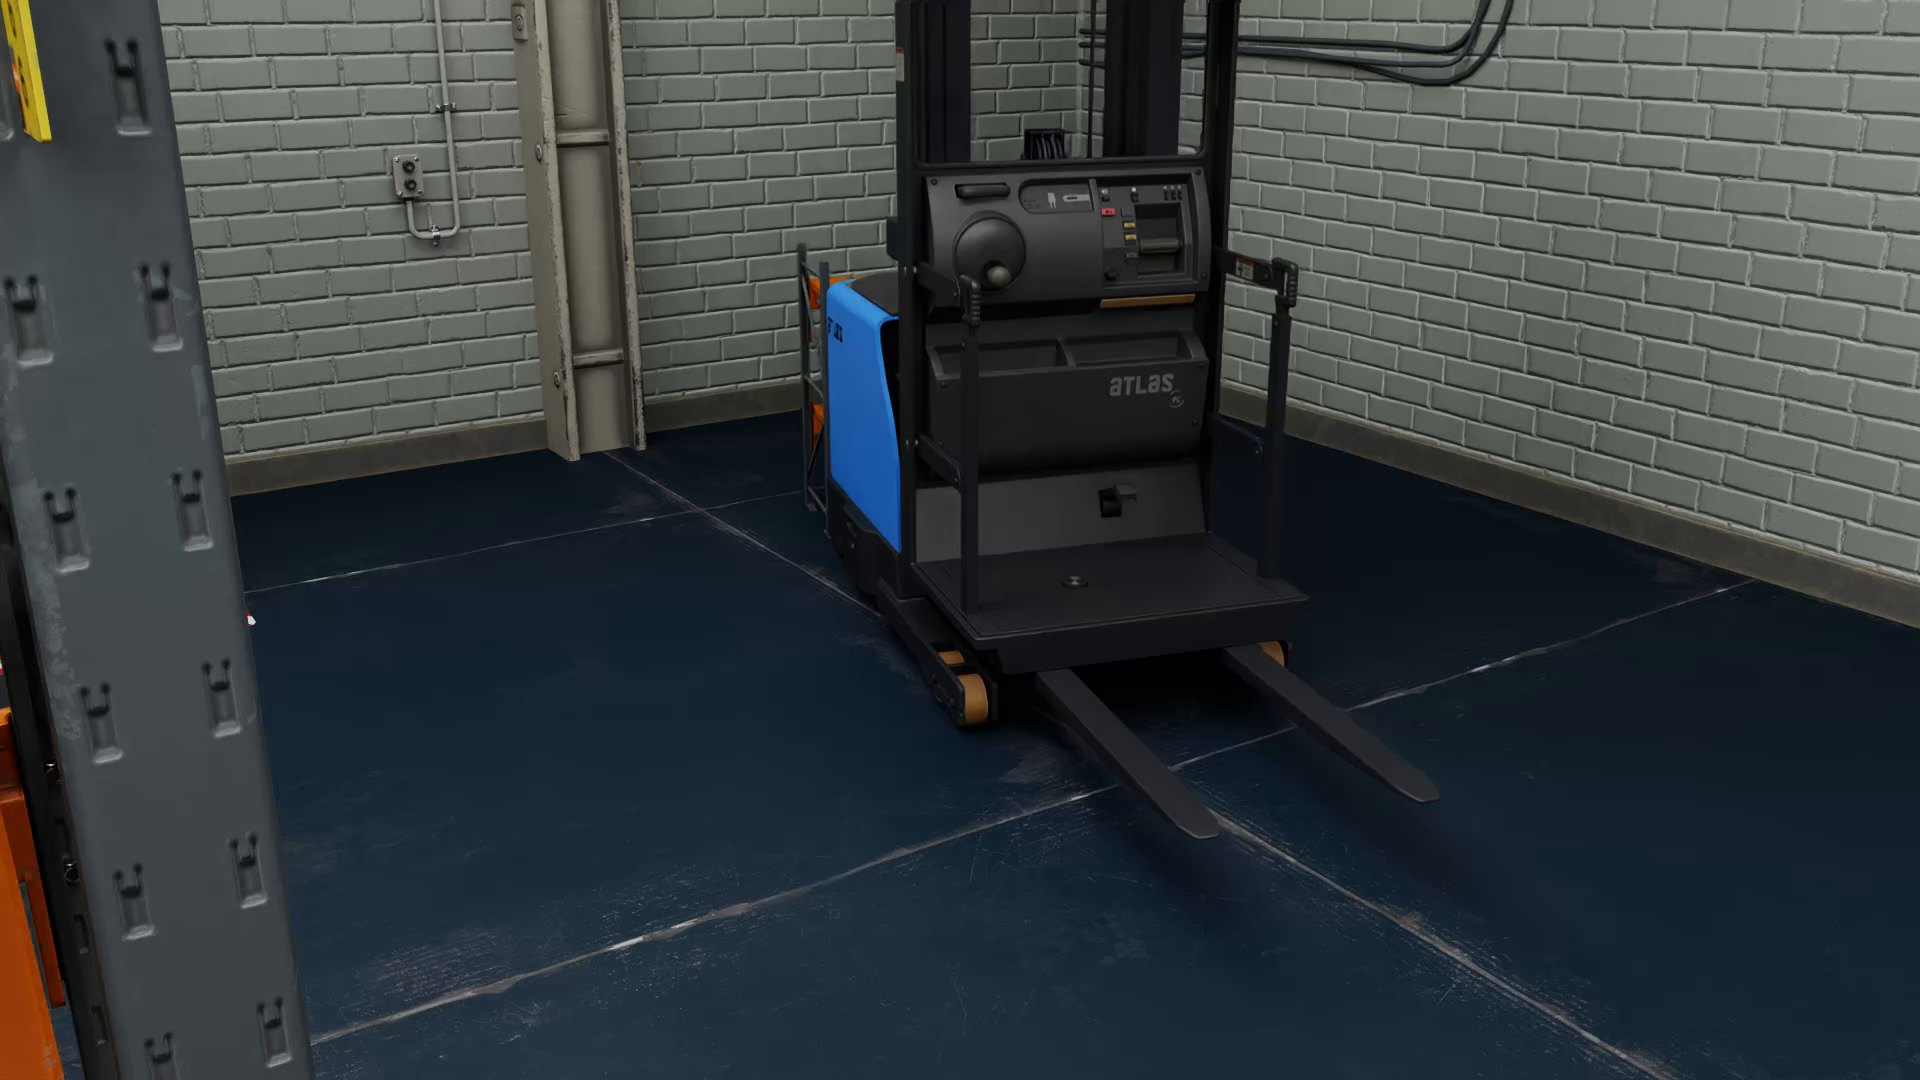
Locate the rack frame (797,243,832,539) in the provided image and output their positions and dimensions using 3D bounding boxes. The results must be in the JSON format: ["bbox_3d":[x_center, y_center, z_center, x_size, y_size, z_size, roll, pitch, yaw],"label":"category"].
[{"bbox_3d":[-0.588,-0.614,6.806,0.032,1.125,0.500,-5,19,-15],"label":"rack frame"}]

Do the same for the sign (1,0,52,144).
[{"bbox_3d":[-0.525,-0.383,0.894,0.005,0.325,0.100,-12,22,-31],"label":"sign"}]

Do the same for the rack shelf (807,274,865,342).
[{"bbox_3d":[-0.100,-0.937,6.846,1.000,0.278,0.538,-5,19,-15],"label":"rack shelf"}]

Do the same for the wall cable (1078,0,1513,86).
[{"bbox_3d":[1.379,-3.433,7.698,0.112,2.526,3.097,-12,22,-31],"label":"wall cable"}]

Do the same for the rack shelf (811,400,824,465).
[{"bbox_3d":[-0.100,-0.428,7.018,1.000,0.278,0.538,-5,19,-15],"label":"rack shelf"}]

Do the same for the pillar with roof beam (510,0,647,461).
[{"bbox_3d":[0.606,-3.559,3.221,0.400,9.000,9.100,-12,22,-31],"label":"pillar with roof beam"}]

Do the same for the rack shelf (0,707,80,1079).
[{"bbox_3d":[-2.484,0.856,0.653,4.000,0.370,1.077,-12,22,-31],"label":"rack shelf"}]

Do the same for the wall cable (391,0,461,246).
[{"bbox_3d":[-2.992,-2.121,6.750,1.851,1.984,0.084,-12,22,-31],"label":"wall cable"}]

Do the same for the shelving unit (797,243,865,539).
[{"bbox_3d":[-0.100,-0.660,6.940,1.048,1.125,0.538,-5,19,-15],"label":"shelving unit"}]

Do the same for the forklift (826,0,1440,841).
[{"bbox_3d":[0.416,-0.961,5.012,1.130,2.935,3.031,-6,20,-17],"label":"forklift"}]
